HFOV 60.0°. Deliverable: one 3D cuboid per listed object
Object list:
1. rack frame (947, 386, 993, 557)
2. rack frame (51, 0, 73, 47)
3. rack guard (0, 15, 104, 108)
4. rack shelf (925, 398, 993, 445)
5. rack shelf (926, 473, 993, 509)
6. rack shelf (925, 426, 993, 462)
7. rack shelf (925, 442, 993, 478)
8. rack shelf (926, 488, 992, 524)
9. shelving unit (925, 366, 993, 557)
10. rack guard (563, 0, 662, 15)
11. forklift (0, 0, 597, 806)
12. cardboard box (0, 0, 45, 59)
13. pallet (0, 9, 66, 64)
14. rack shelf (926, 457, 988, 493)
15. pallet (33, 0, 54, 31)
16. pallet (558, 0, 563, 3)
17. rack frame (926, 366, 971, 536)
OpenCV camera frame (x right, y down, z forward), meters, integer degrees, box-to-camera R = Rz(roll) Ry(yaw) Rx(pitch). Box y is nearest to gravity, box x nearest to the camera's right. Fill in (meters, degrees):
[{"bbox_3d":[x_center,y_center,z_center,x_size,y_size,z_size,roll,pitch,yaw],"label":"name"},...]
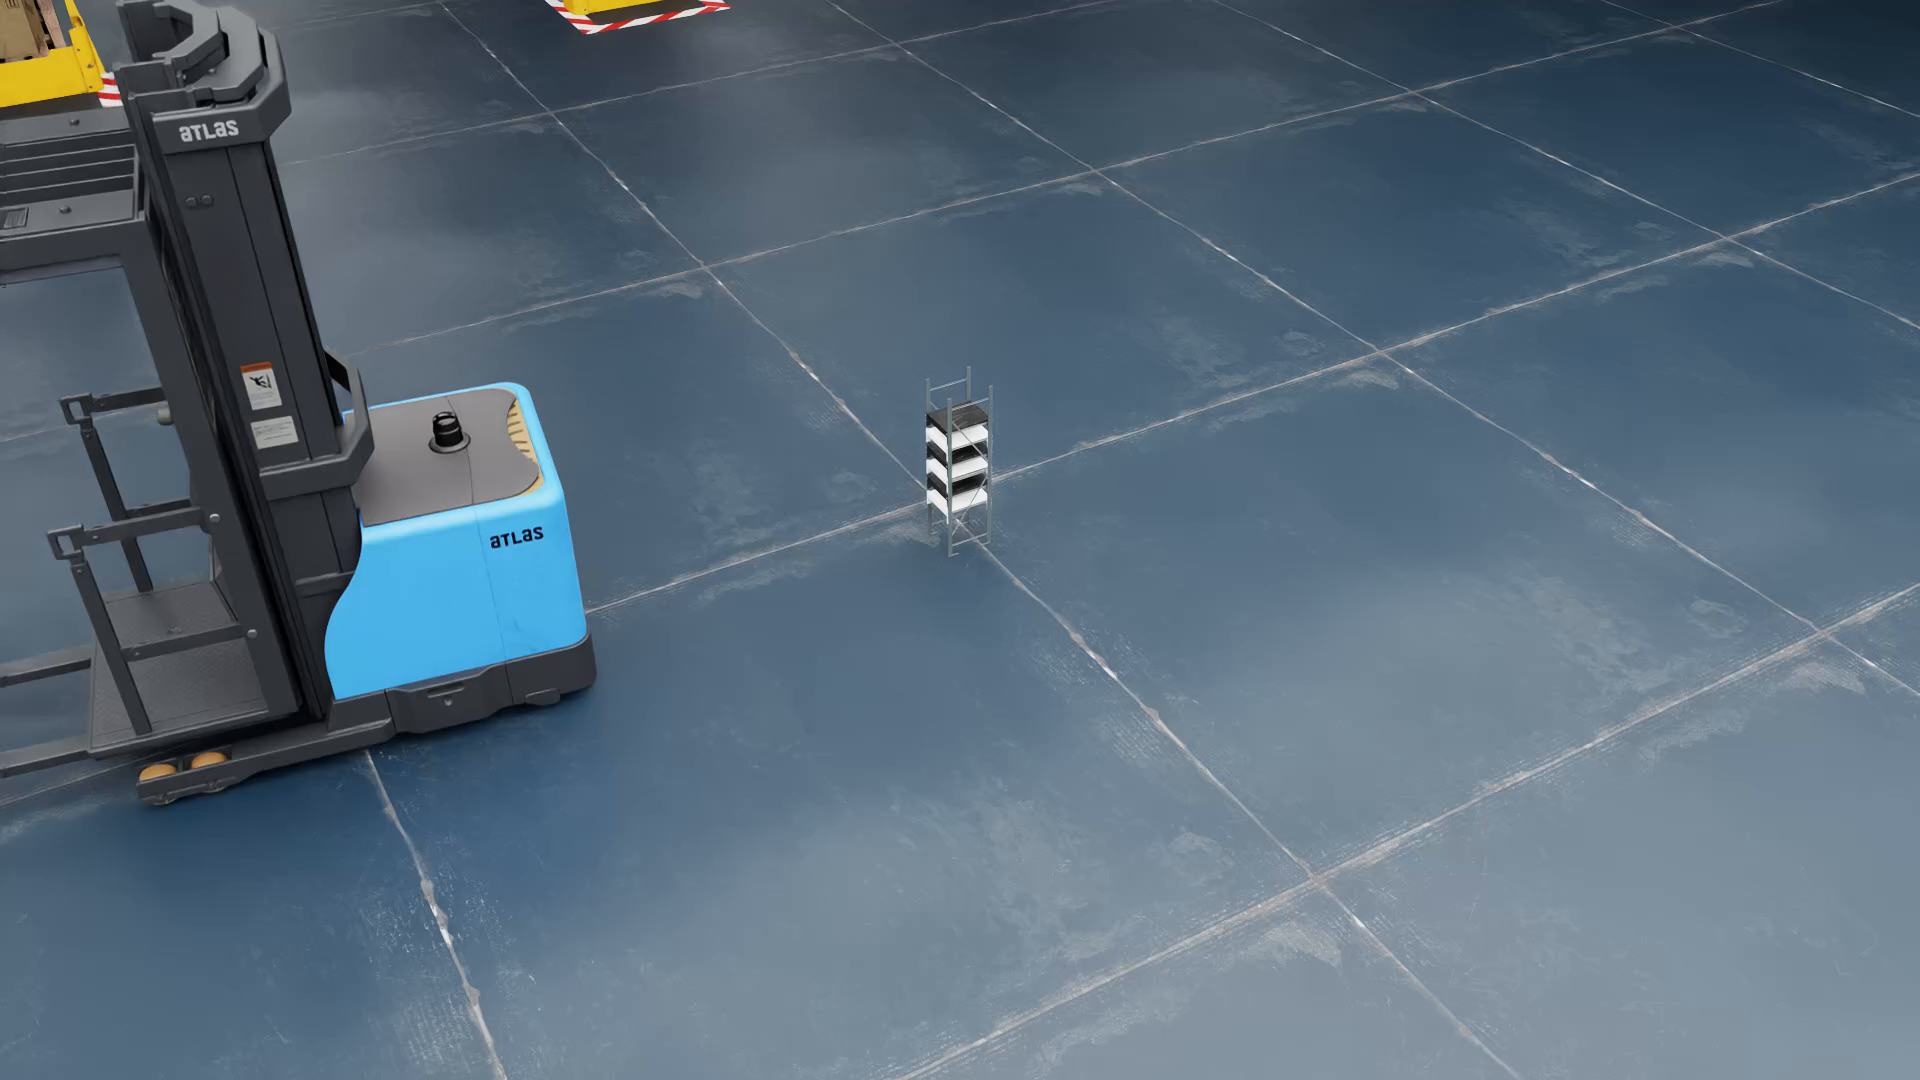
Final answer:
[{"bbox_3d":[0.047,-0.316,7.919,0.240,0.900,0.006,-19,40,-24],"label":"rack frame"},{"bbox_3d":[-7.291,-4.635,12.053,1.000,3.000,0.127,-19,40,-24],"label":"rack frame"},{"bbox_3d":[-7.329,-3.664,12.843,1.175,0.500,0.348,-19,40,-24],"label":"rack guard"},{"bbox_3d":[-0.004,-0.559,7.851,0.258,0.077,0.200,-19,40,-24],"label":"rack shelf"},{"bbox_3d":[-0.004,-0.268,8.063,0.258,0.077,0.200,-19,40,-24],"label":"rack shelf"},{"bbox_3d":[-0.004,-0.486,7.904,0.258,0.077,0.200,-19,40,-24],"label":"rack shelf"},{"bbox_3d":[-0.004,-0.413,7.957,0.258,0.077,0.200,-19,40,-24],"label":"rack shelf"},{"bbox_3d":[-0.004,-0.195,8.116,0.258,0.077,0.200,-19,40,-24],"label":"rack shelf"},{"bbox_3d":[-0.004,-0.368,7.990,0.258,0.900,0.210,-19,40,-24],"label":"shelving unit"},{"bbox_3d":[-2.939,-5.031,14.715,1.175,0.500,0.348,-19,40,-24],"label":"rack guard"},{"bbox_3d":[-3.168,-0.459,6.394,3.031,2.935,1.130,-13,38,-17],"label":"forklift"},{"bbox_3d":[-7.590,-4.118,13.109,0.500,0.500,0.500,-12,38,-16],"label":"cardboard box"},{"bbox_3d":[-7.706,-3.972,13.510,1.003,0.211,1.213,-19,40,-24],"label":"pallet"},{"bbox_3d":[-0.004,-0.341,8.010,0.258,0.077,0.200,-19,40,-24],"label":"rack shelf"},{"bbox_3d":[-8.315,-4.594,14.361,1.003,0.211,1.213,-19,40,-24],"label":"pallet"},{"bbox_3d":[-3.421,-5.311,15.343,1.003,0.211,1.213,-19,40,-24],"label":"pallet"},{"bbox_3d":[-0.055,-0.419,8.061,0.240,0.900,0.006,-19,40,-24],"label":"rack frame"}]
